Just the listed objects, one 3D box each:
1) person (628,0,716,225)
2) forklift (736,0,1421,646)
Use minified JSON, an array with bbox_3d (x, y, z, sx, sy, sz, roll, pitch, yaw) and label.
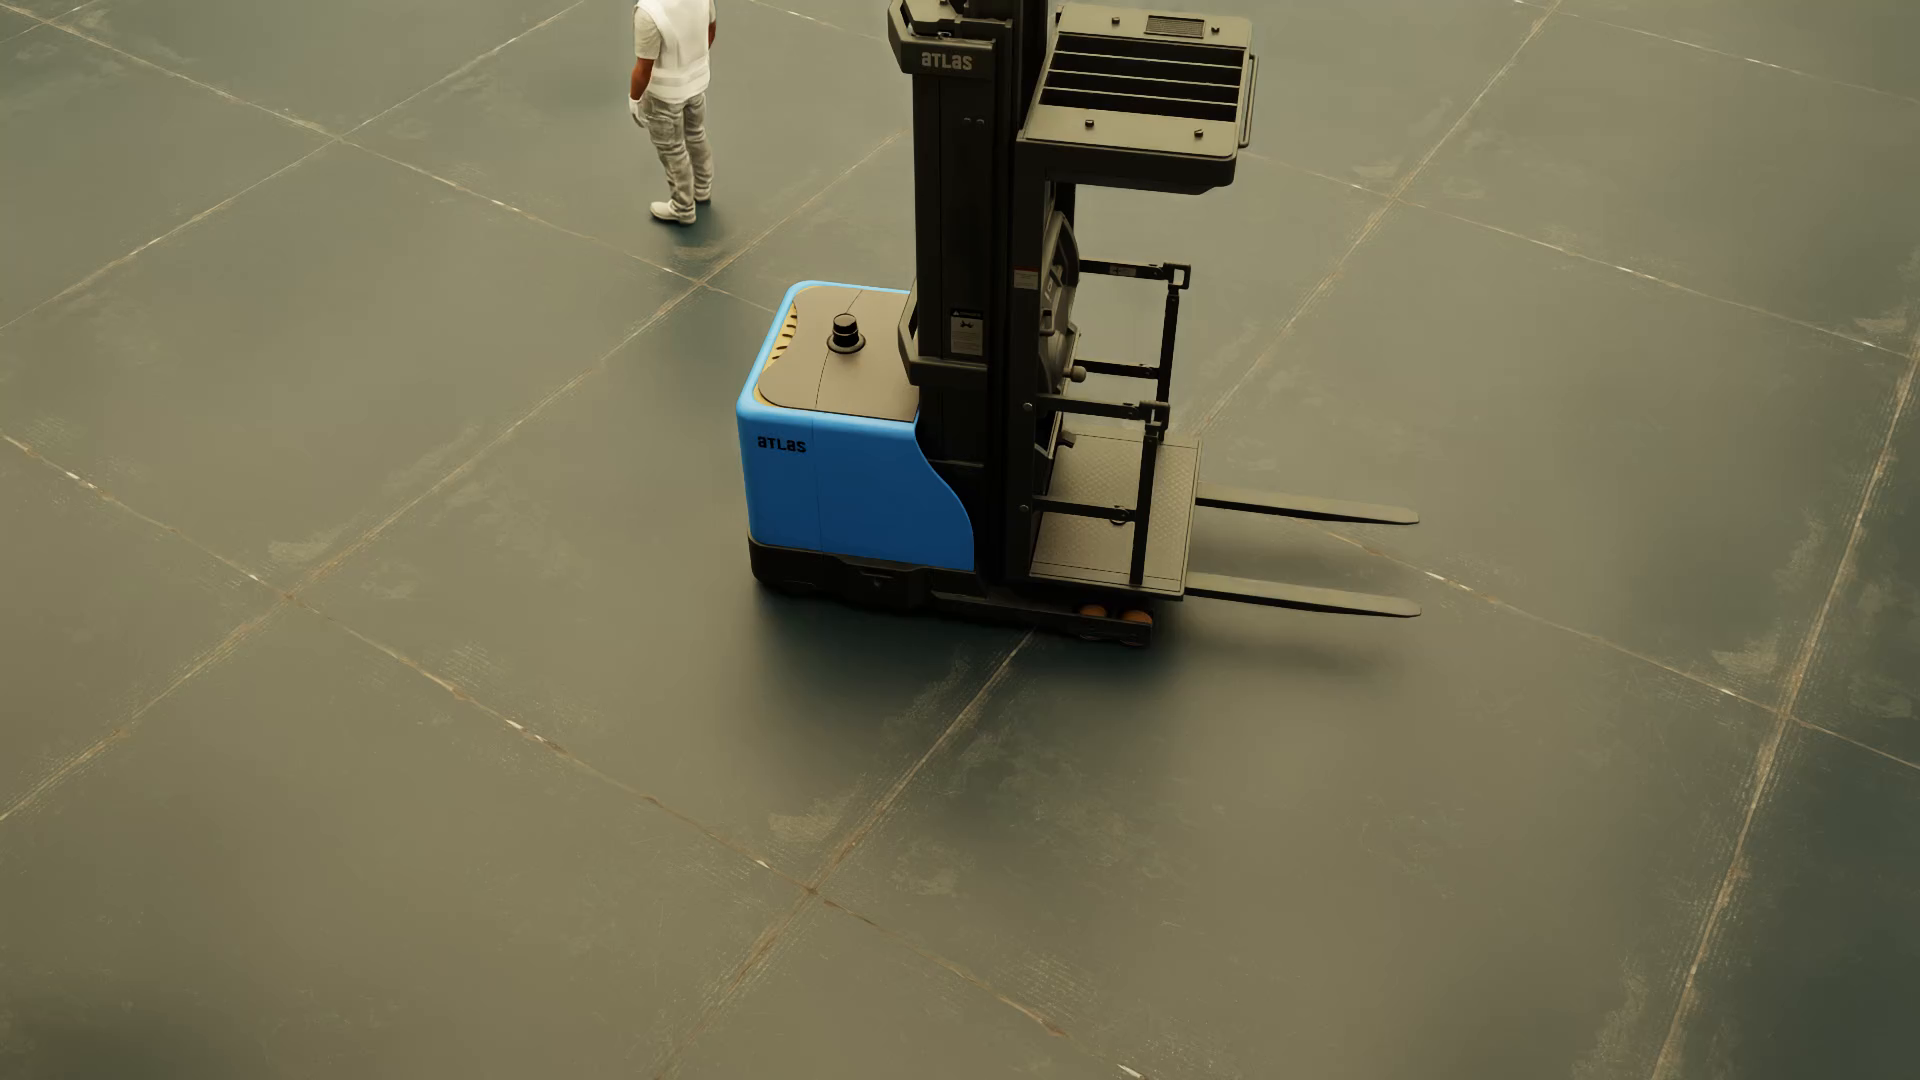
[{"bbox_3d":[-1.677,-2.612,9.429,0.565,1.785,0.654,26,49,25],"label":"person"},{"bbox_3d":[0.598,-0.987,6.890,3.031,2.935,1.130,7,44,8],"label":"forklift"}]
